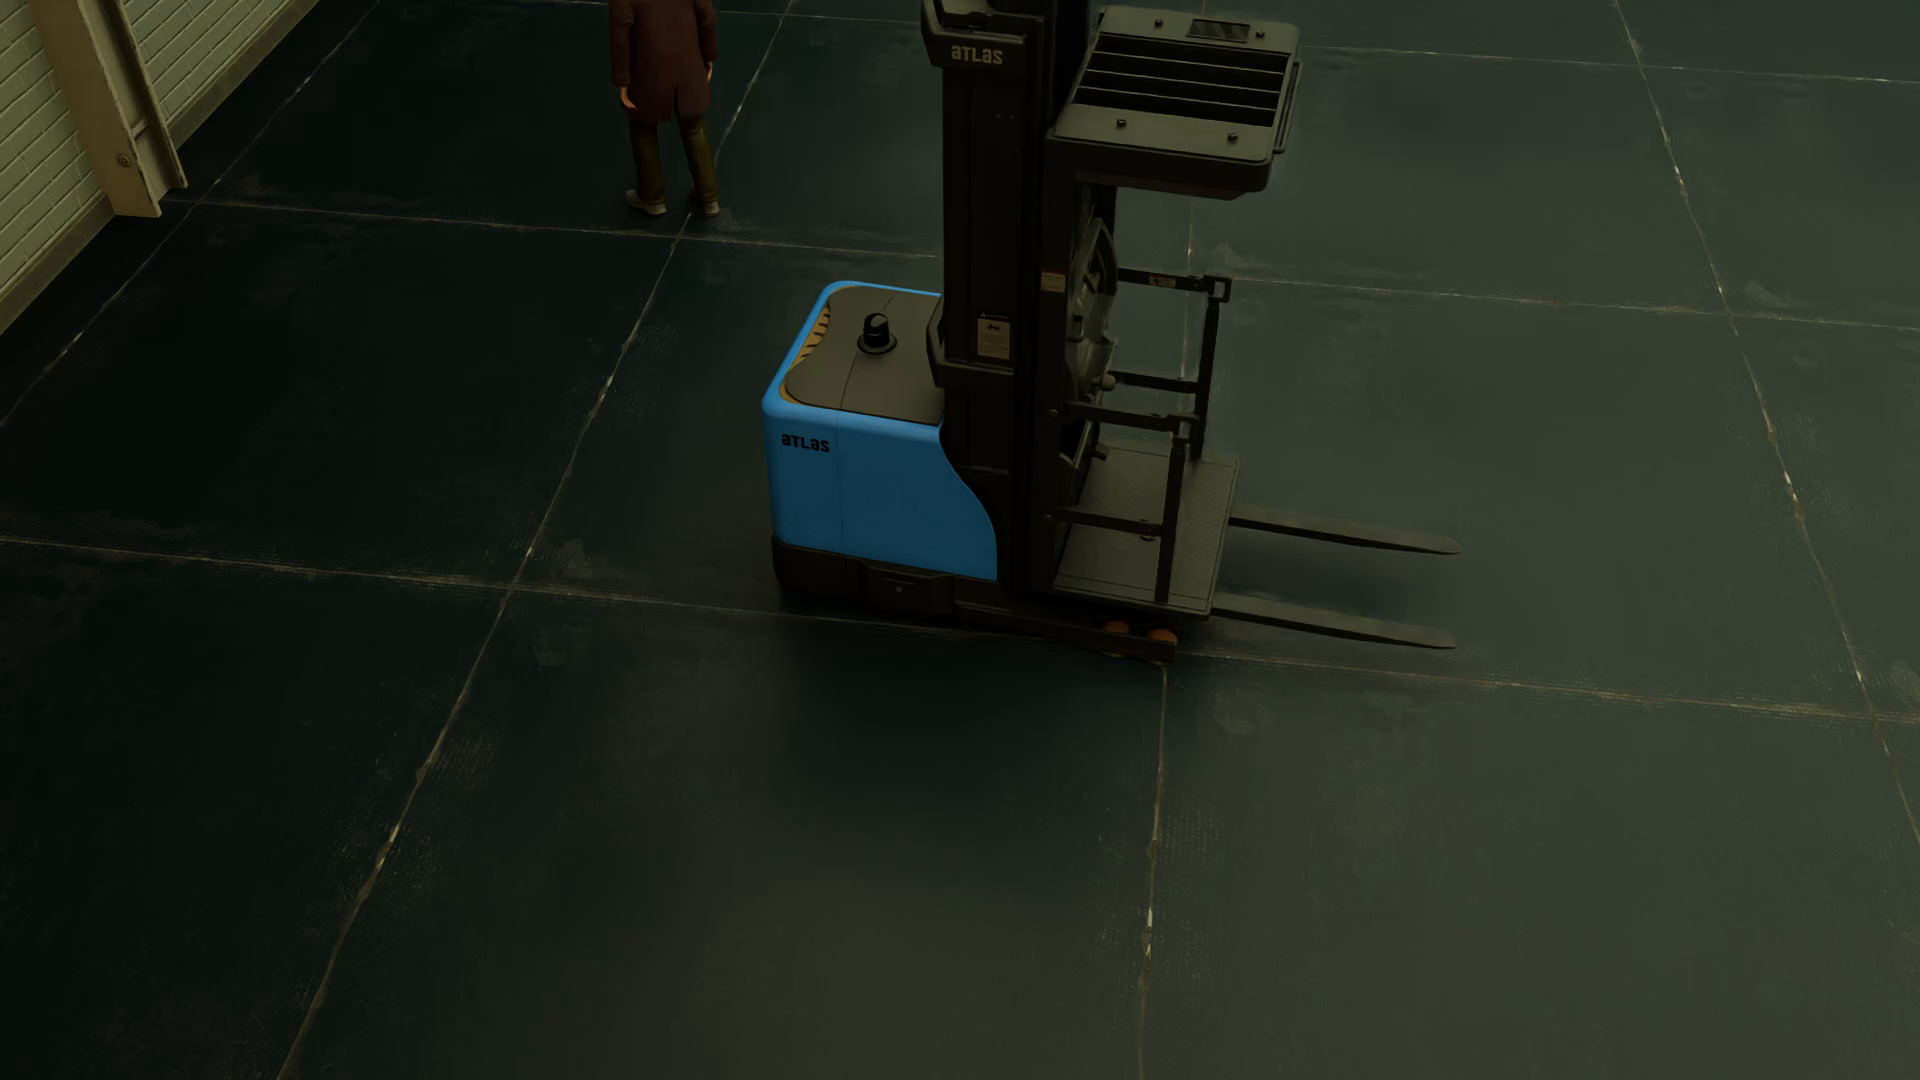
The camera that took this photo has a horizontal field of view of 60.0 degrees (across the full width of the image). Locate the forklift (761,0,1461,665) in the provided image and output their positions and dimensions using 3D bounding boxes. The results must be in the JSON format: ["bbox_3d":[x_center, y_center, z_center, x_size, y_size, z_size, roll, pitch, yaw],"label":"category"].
[{"bbox_3d":[0.723,-0.930,6.737,3.031,2.935,1.130,10,43,10],"label":"forklift"}]

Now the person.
[{"bbox_3d":[-1.705,-2.699,9.539,0.660,1.791,0.492,-20,46,-20],"label":"person"}]
